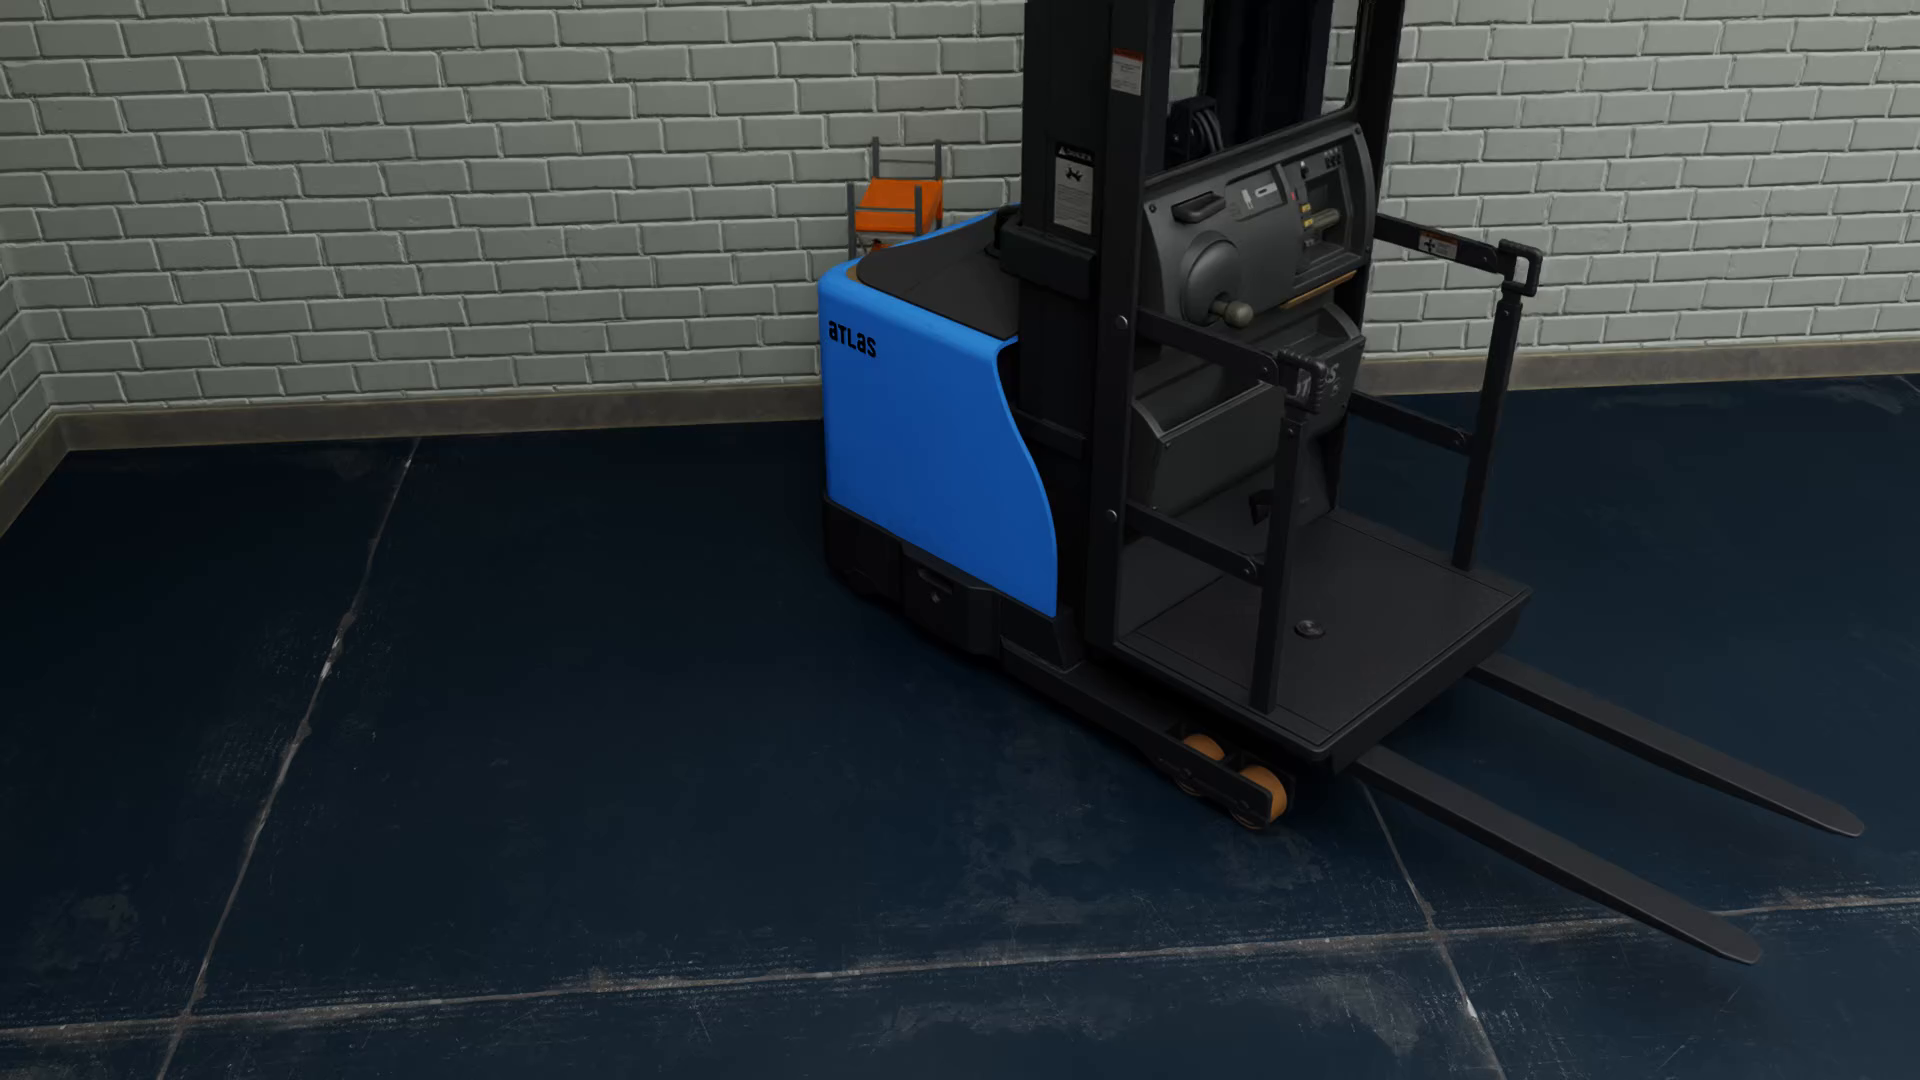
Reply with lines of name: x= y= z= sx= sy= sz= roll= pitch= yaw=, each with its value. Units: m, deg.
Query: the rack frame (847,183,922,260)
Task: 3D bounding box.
rack frame: x=-0.242 y=-0.619 z=5.615 sx=0.240 sy=1.200 sz=0.015 roll=4 pitch=31 yaw=6

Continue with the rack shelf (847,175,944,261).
rack shelf: x=-0.212 y=-1.080 z=5.622 sx=0.258 sy=0.148 sz=0.480 roll=4 pitch=31 yaw=6

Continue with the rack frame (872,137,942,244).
rack frame: x=-0.183 y=-0.867 z=6.031 sx=0.240 sy=1.200 sz=0.015 roll=4 pitch=31 yaw=6

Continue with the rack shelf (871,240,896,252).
rack shelf: x=-0.212 y=-0.877 z=5.743 sx=0.258 sy=0.148 sz=0.480 roll=4 pitch=31 yaw=6

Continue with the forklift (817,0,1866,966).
forklift: x=0.947 y=-0.787 z=4.209 sx=1.130 sy=2.935 sz=3.031 roll=-27 pitch=40 yaw=-37

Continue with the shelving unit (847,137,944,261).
shelving unit: x=-0.212 y=-0.743 z=5.823 sx=0.258 sy=1.200 sz=0.503 roll=4 pitch=31 yaw=6
